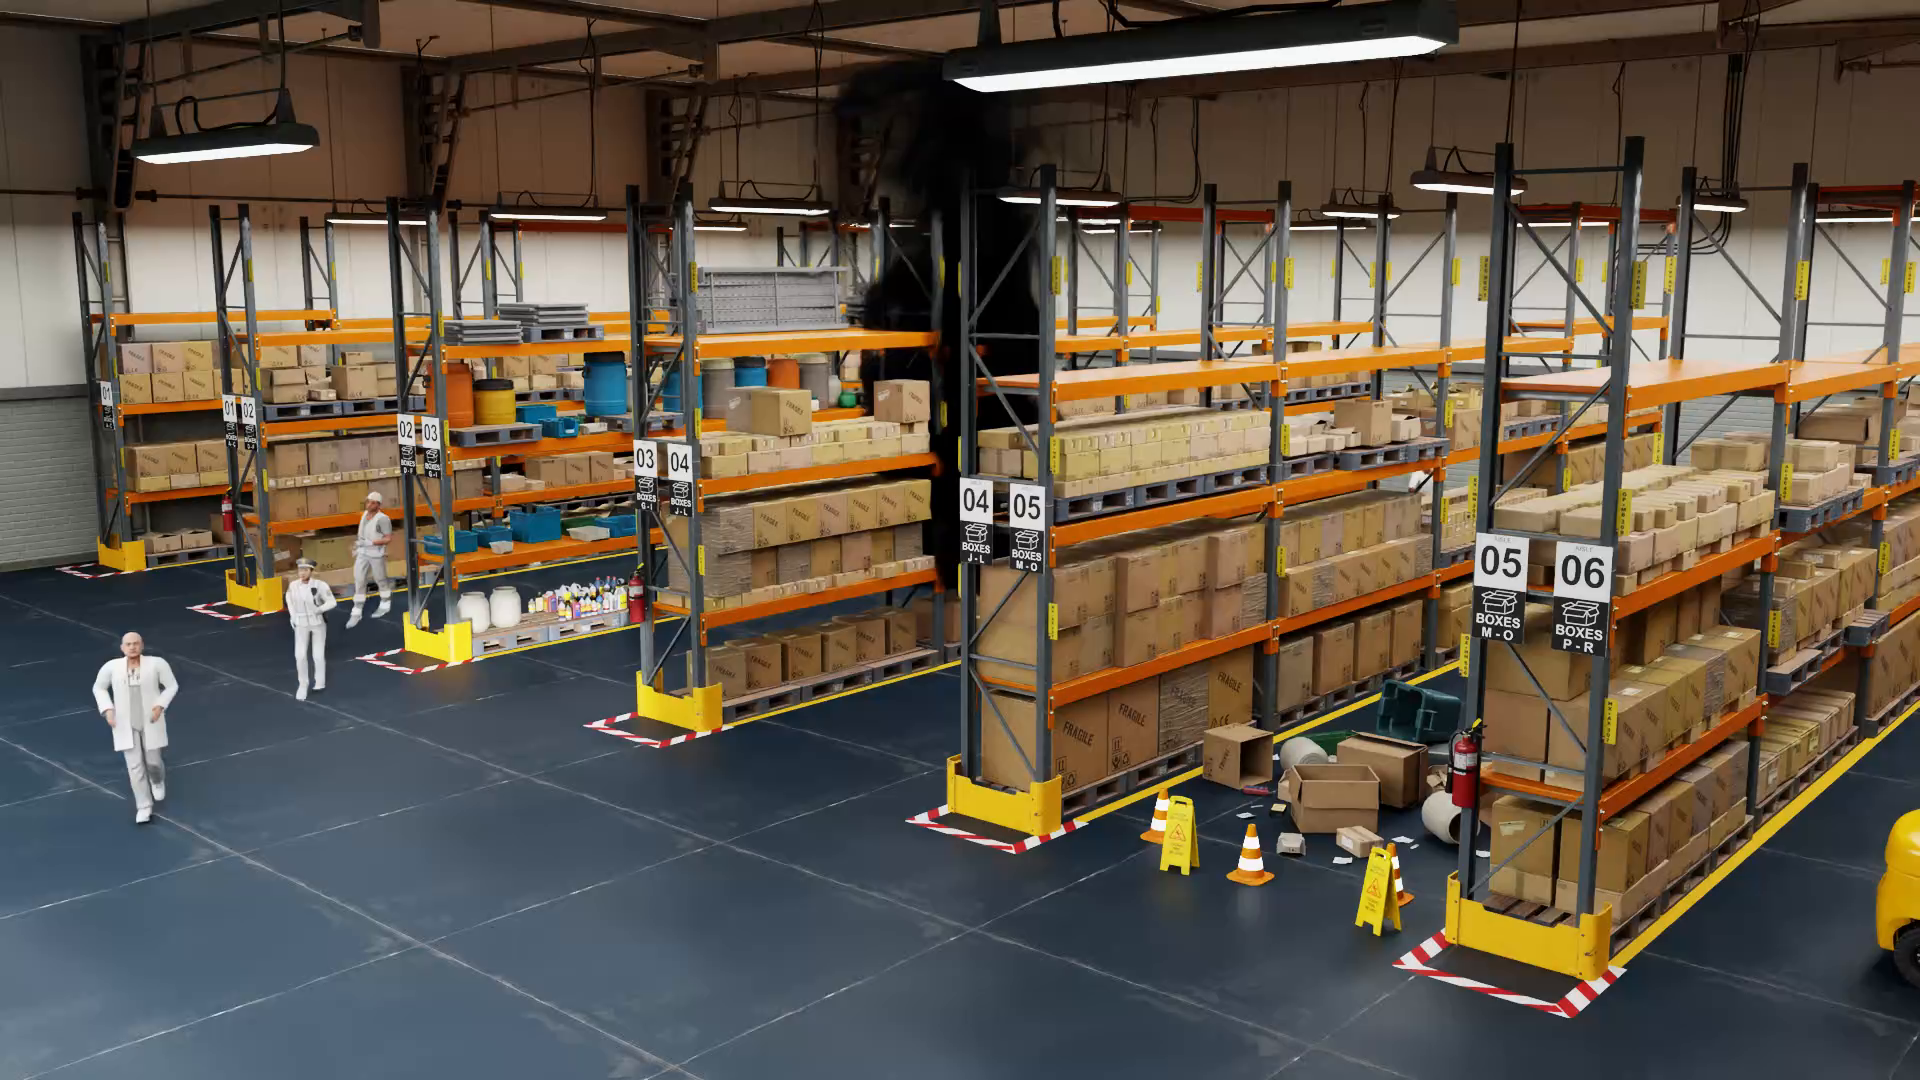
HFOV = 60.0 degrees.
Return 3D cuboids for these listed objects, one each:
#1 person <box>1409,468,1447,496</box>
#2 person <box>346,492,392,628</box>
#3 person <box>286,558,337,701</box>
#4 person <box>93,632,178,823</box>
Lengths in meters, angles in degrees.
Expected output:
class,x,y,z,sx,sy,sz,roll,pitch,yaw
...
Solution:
class,x,y,z,sx,sy,sz,roll,pitch,yaw
person,8.427,-0.640,29.850,0.740,1.753,0.850,0,9,-1
person,-7.996,0.245,22.697,0.668,1.830,0.778,3,10,19
person,-7.764,1.051,19.912,0.607,1.730,0.718,-2,10,-12
person,-7.735,1.719,15.653,0.725,1.751,0.807,-4,10,-23
